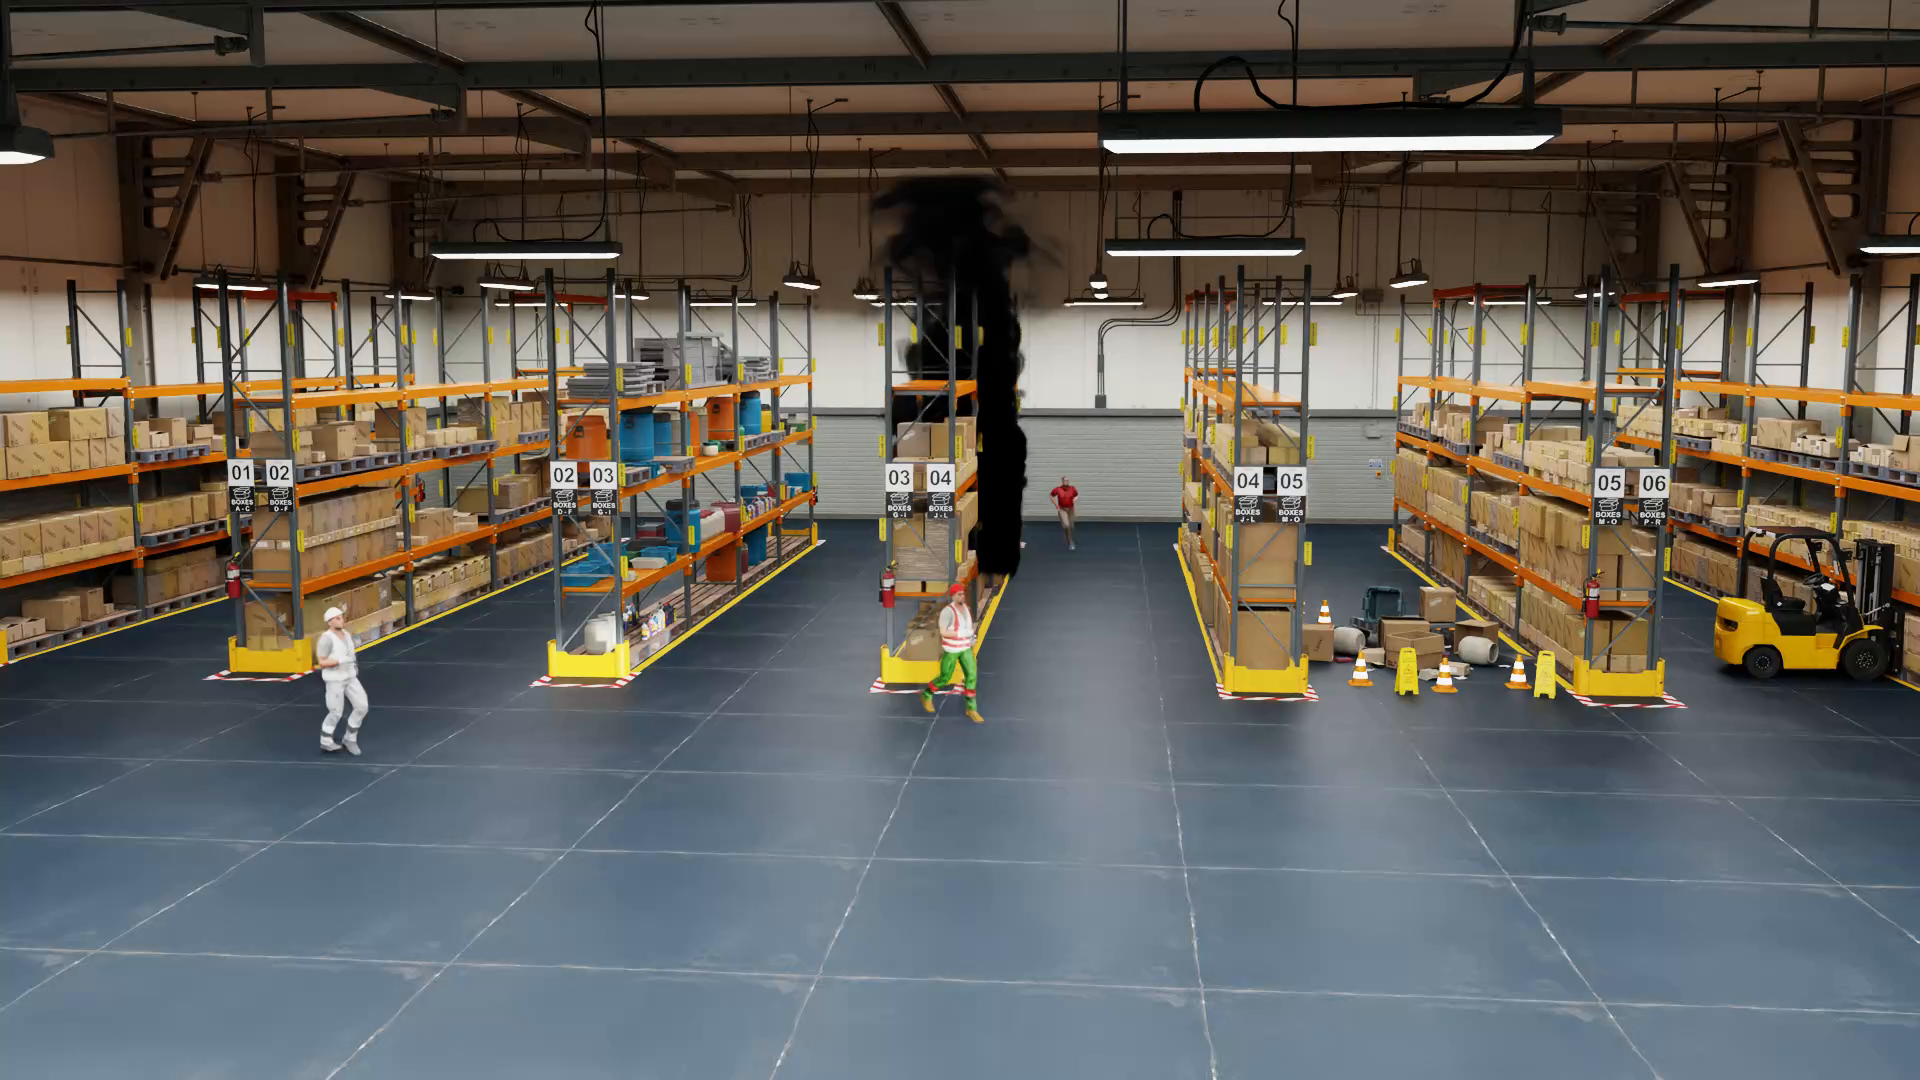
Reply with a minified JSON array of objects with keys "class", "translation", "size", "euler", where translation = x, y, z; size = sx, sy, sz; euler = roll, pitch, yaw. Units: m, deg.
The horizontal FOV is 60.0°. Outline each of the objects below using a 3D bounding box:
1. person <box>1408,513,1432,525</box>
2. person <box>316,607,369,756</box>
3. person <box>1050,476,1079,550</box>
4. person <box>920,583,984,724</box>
[{"class":"person","translation":[11.162,-0.765,40.455],"size":[1.006,1.622,0.643],"euler":[7,10,43]},{"class":"person","translation":[-7.392,1.709,19.923],"size":[0.682,1.820,0.631],"euler":[3,8,25]},{"class":"person","translation":[2.513,-0.646,39.644],"size":[0.652,1.762,0.762],"euler":[-3,7,-22]},{"class":"person","translation":[-0.079,1.459,21.881],"size":[0.674,1.814,0.979],"euler":[-7,10,-44]}]
